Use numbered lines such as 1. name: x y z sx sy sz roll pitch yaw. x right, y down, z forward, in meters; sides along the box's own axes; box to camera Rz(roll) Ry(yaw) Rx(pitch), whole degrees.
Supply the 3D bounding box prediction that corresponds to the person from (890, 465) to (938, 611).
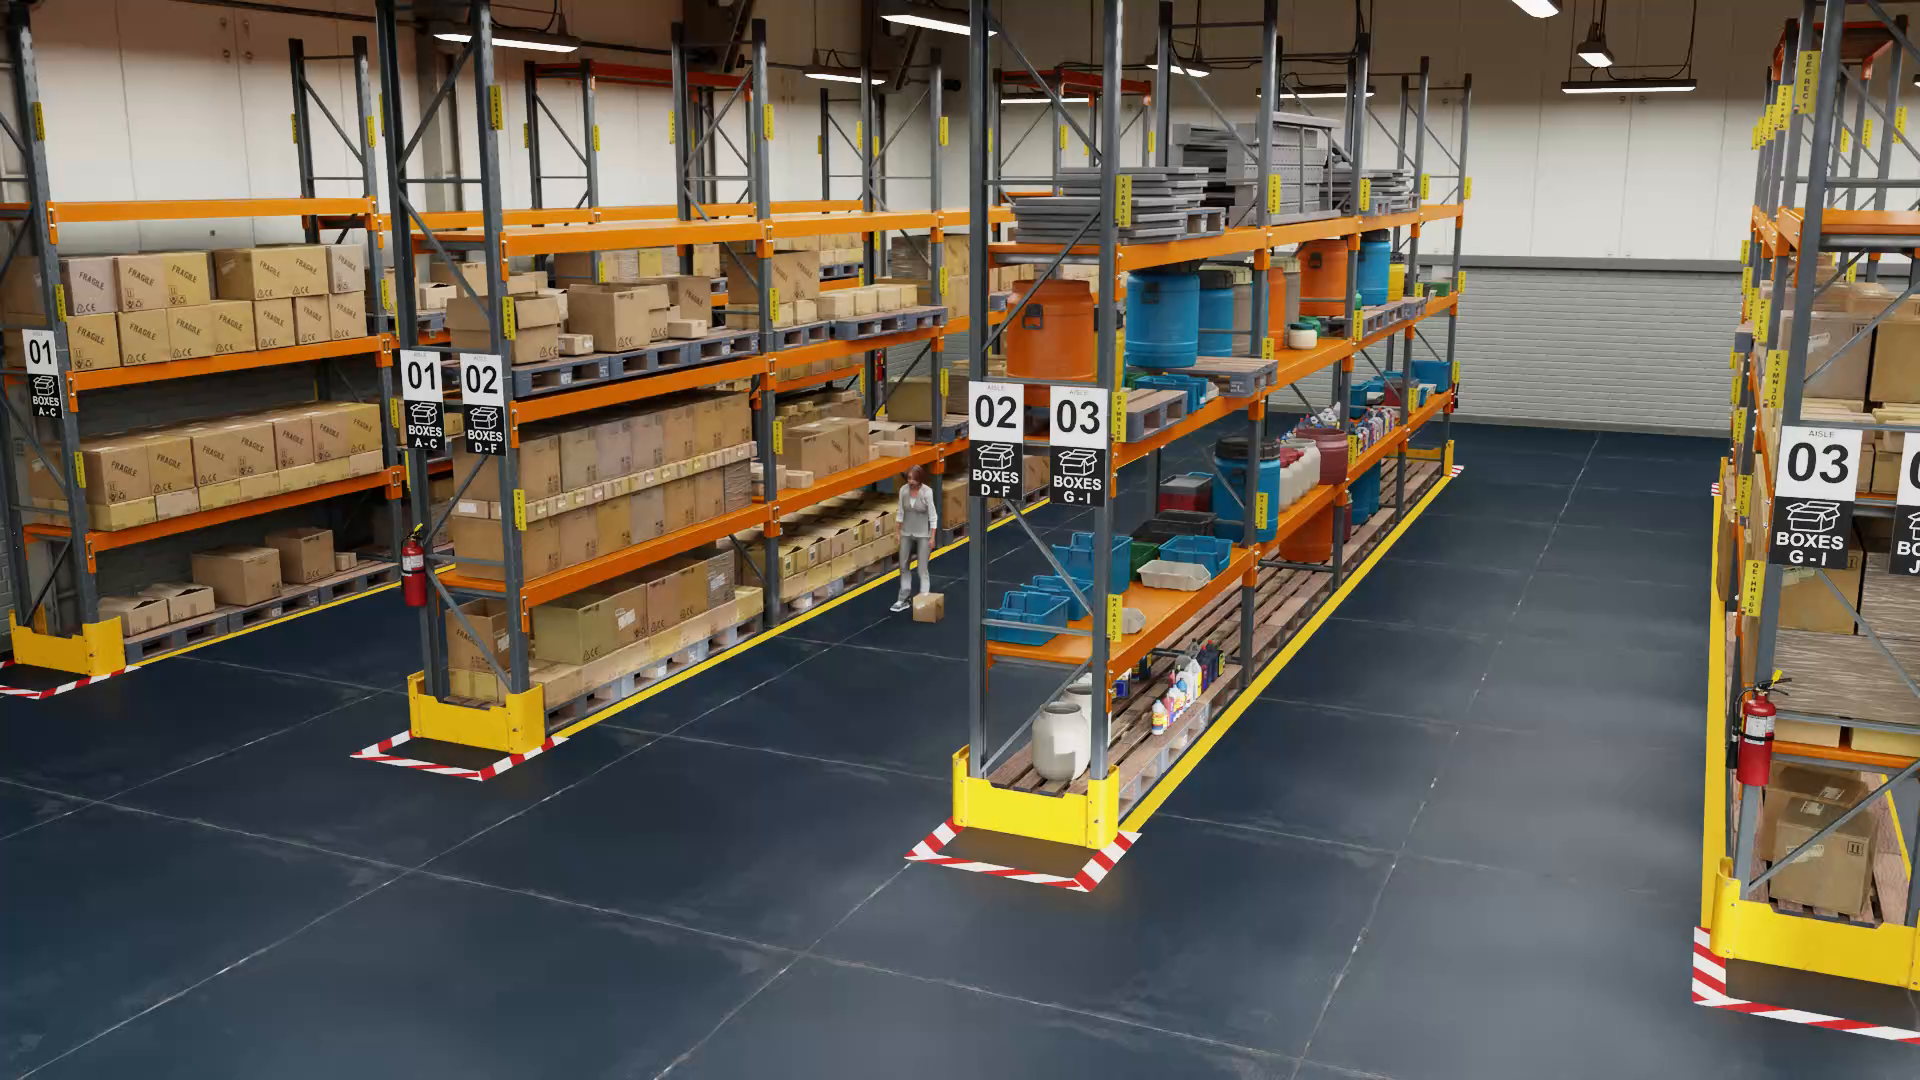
1. person: -0.474 -0.021 17.591 0.484 1.592 0.346 5 13 21
